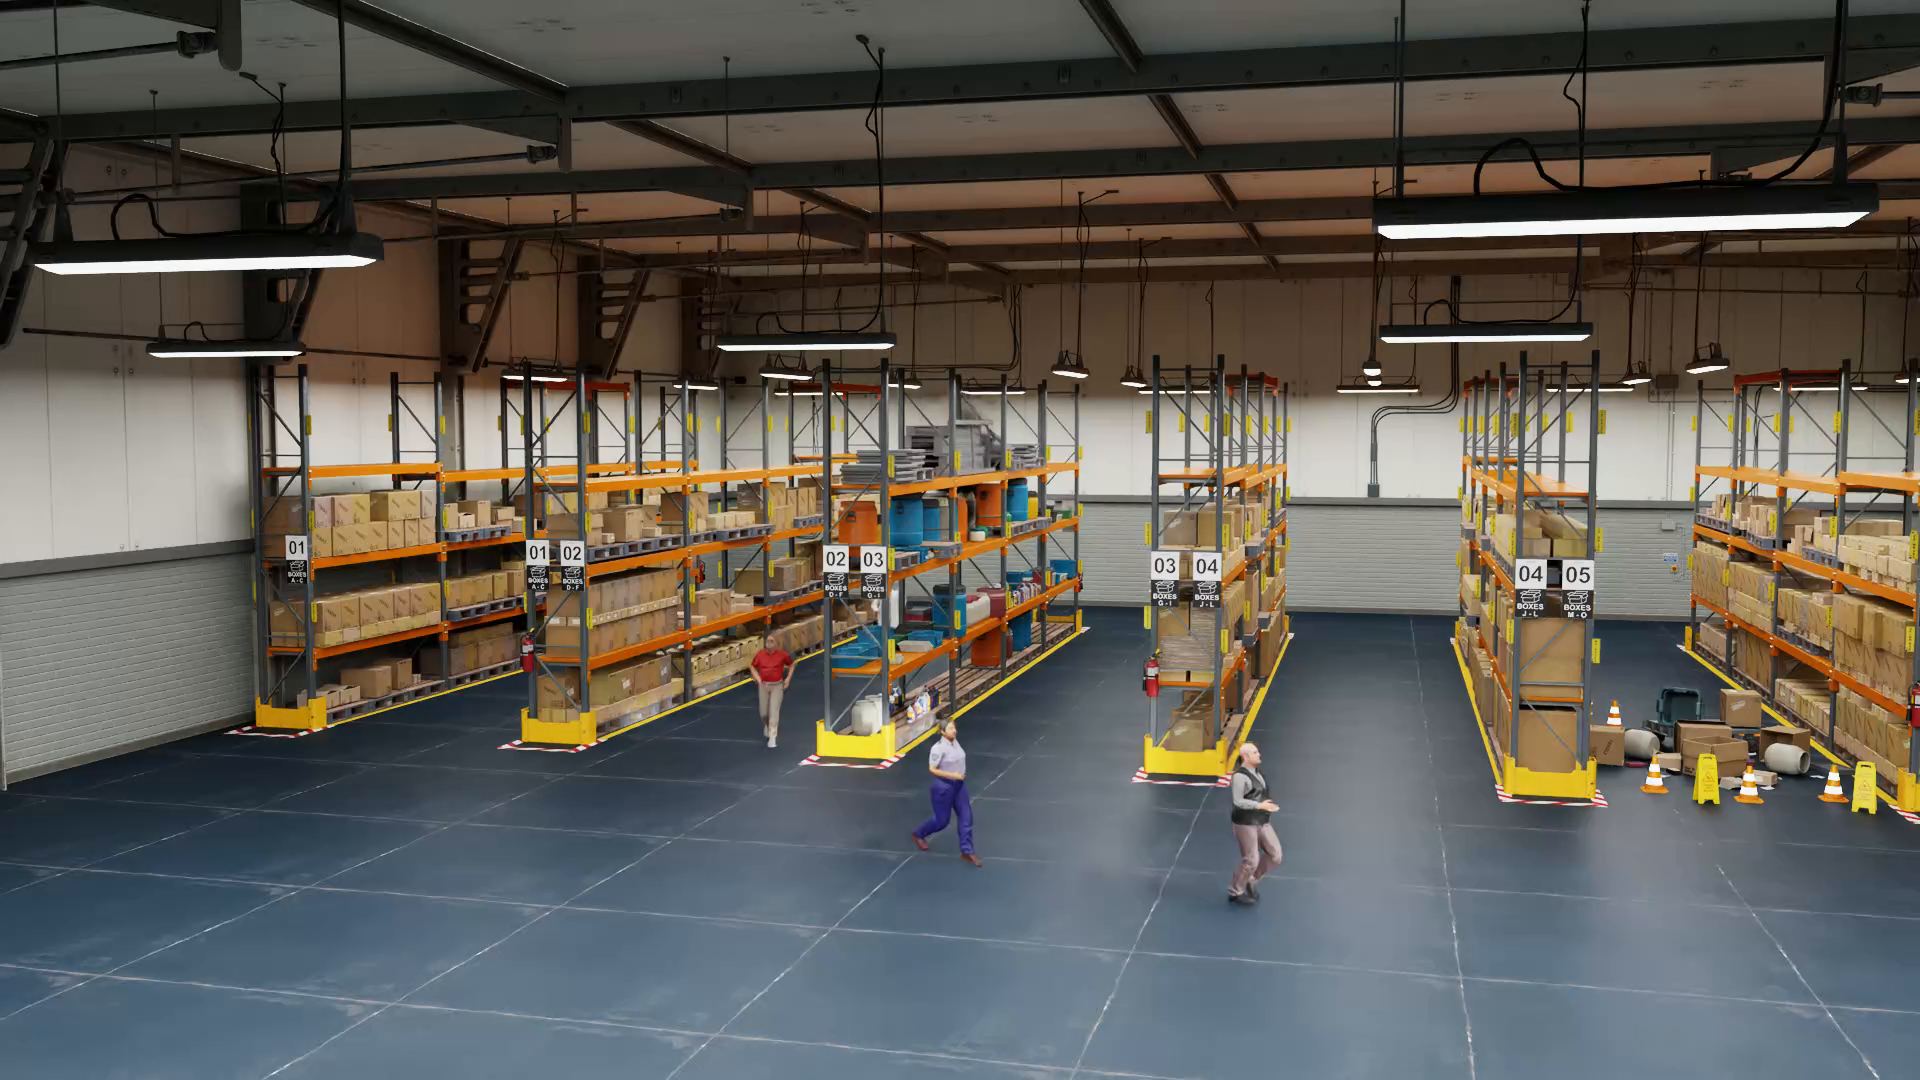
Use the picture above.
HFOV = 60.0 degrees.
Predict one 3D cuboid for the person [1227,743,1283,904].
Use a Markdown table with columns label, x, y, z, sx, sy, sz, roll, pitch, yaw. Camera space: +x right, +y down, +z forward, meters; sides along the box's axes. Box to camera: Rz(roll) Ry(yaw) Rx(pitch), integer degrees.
| label | x | y | z | sx | sy | sz | roll | pitch | yaw |
| --- | --- | --- | --- | --- | --- | --- | --- | --- | --- |
| person | 3.087 | 2.957 | 17.288 | 0.638 | 1.686 | 0.638 | 3 | 5 | 39 |

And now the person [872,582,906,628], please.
| label | x | y | z | sx | sy | sz | roll | pitch | yaw |
| --- | --- | --- | --- | --- | --- | --- | --- | --- | --- |
| person | -1.509 | 1.695 | 35.314 | 0.721 | 1.750 | 0.818 | 0 | 4 | 2 |

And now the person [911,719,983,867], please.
| label | x | y | z | sx | sy | sz | roll | pitch | yaw |
| --- | --- | --- | --- | --- | --- | --- | --- | --- | --- |
| person | -0.144 | 2.879 | 19.076 | 0.931 | 1.645 | 0.619 | 3 | 5 | 37 |

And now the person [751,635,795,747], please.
| label | x | y | z | sx | sy | sz | roll | pitch | yaw |
| --- | --- | --- | --- | --- | --- | --- | --- | --- | --- |
| person | -2.958 | 2.351 | 26.227 | 0.689 | 1.725 | 0.794 | 0 | 4 | 3 |
